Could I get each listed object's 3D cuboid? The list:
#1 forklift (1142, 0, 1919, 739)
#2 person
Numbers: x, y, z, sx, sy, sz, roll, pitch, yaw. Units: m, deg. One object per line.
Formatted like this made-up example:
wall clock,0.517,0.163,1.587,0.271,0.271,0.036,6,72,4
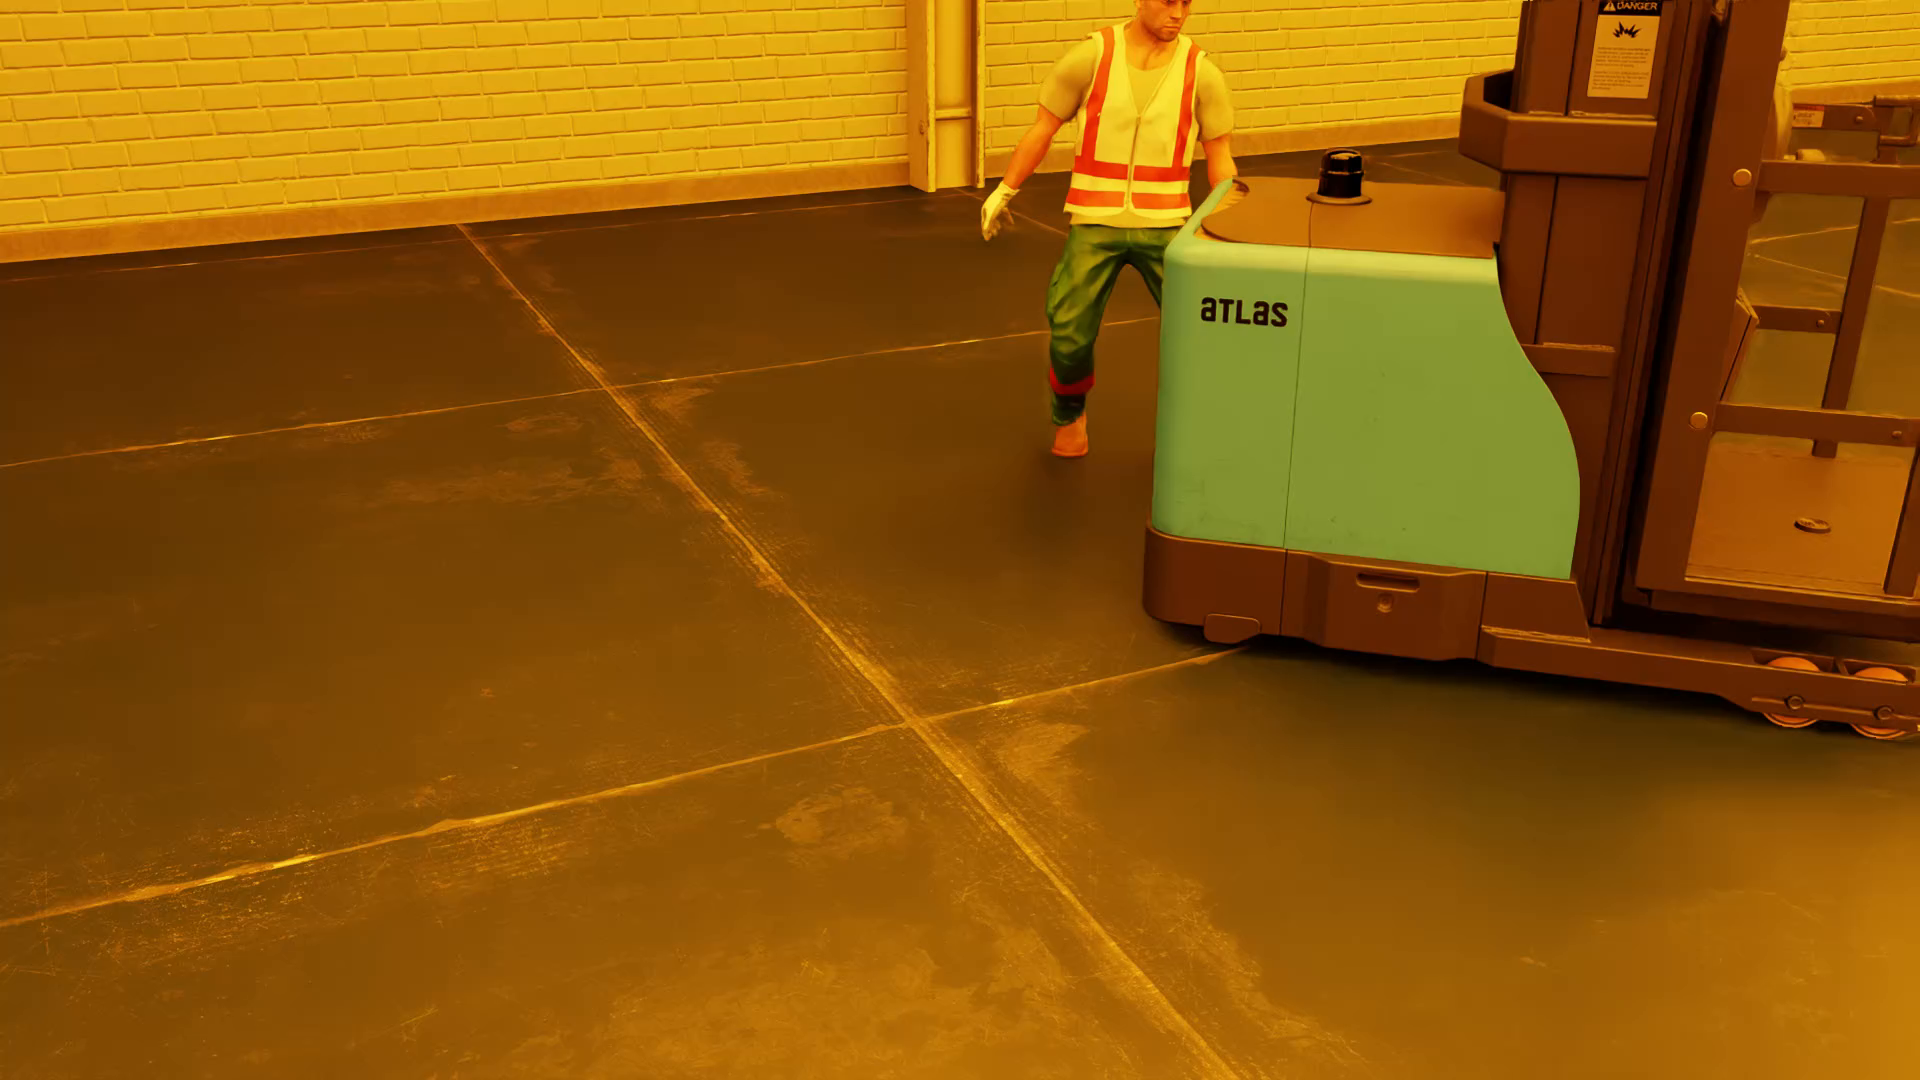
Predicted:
forklift,2.068,-1.107,3.950,3.031,2.935,1.130,6,23,15
person,0.513,-1.066,5.458,0.895,1.703,0.496,2,23,5
